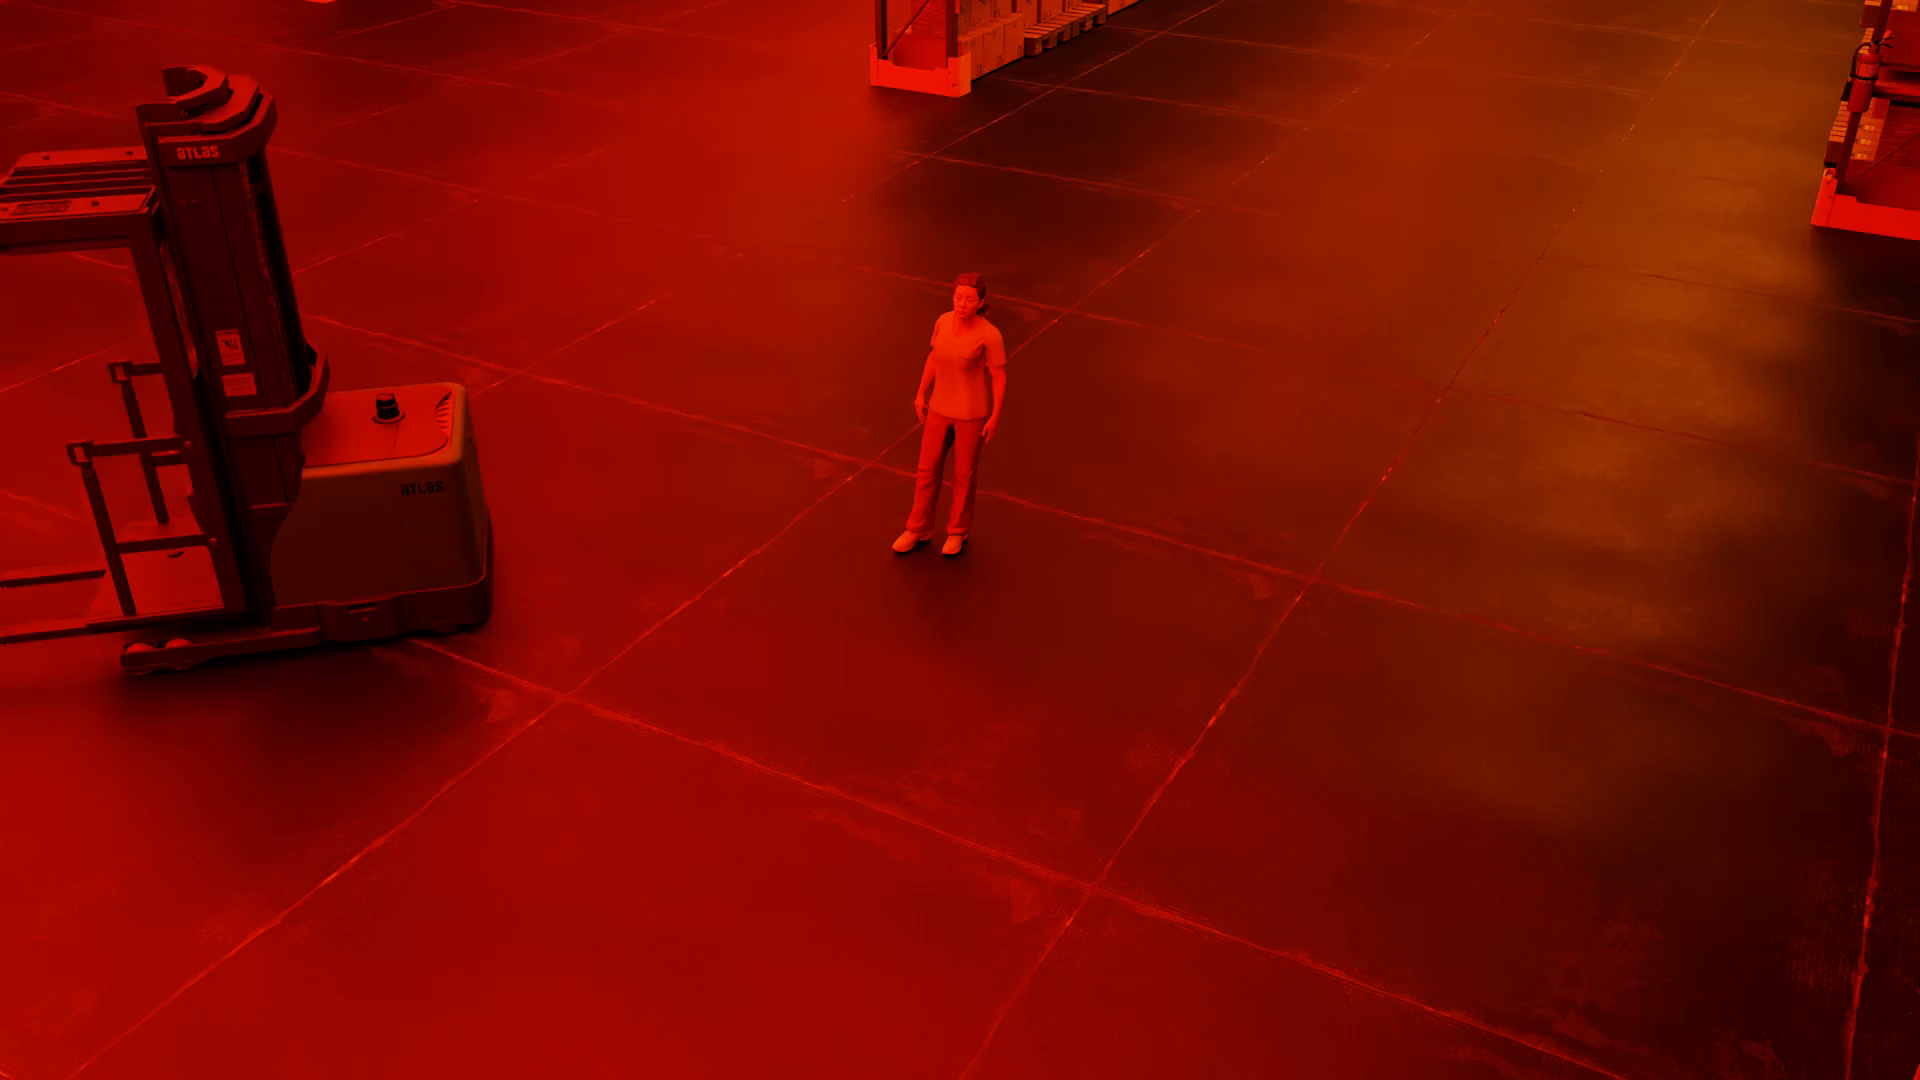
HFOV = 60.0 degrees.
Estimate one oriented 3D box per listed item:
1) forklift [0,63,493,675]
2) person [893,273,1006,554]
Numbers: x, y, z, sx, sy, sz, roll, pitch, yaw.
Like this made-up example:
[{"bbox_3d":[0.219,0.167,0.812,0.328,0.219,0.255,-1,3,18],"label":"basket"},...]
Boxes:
[{"bbox_3d":[-4.157,-0.847,8.538,3.031,2.935,1.130,-7,31,-11],"label":"forklift"},{"bbox_3d":[-0.046,-0.703,9.529,0.553,1.675,0.549,15,33,25],"label":"person"}]
